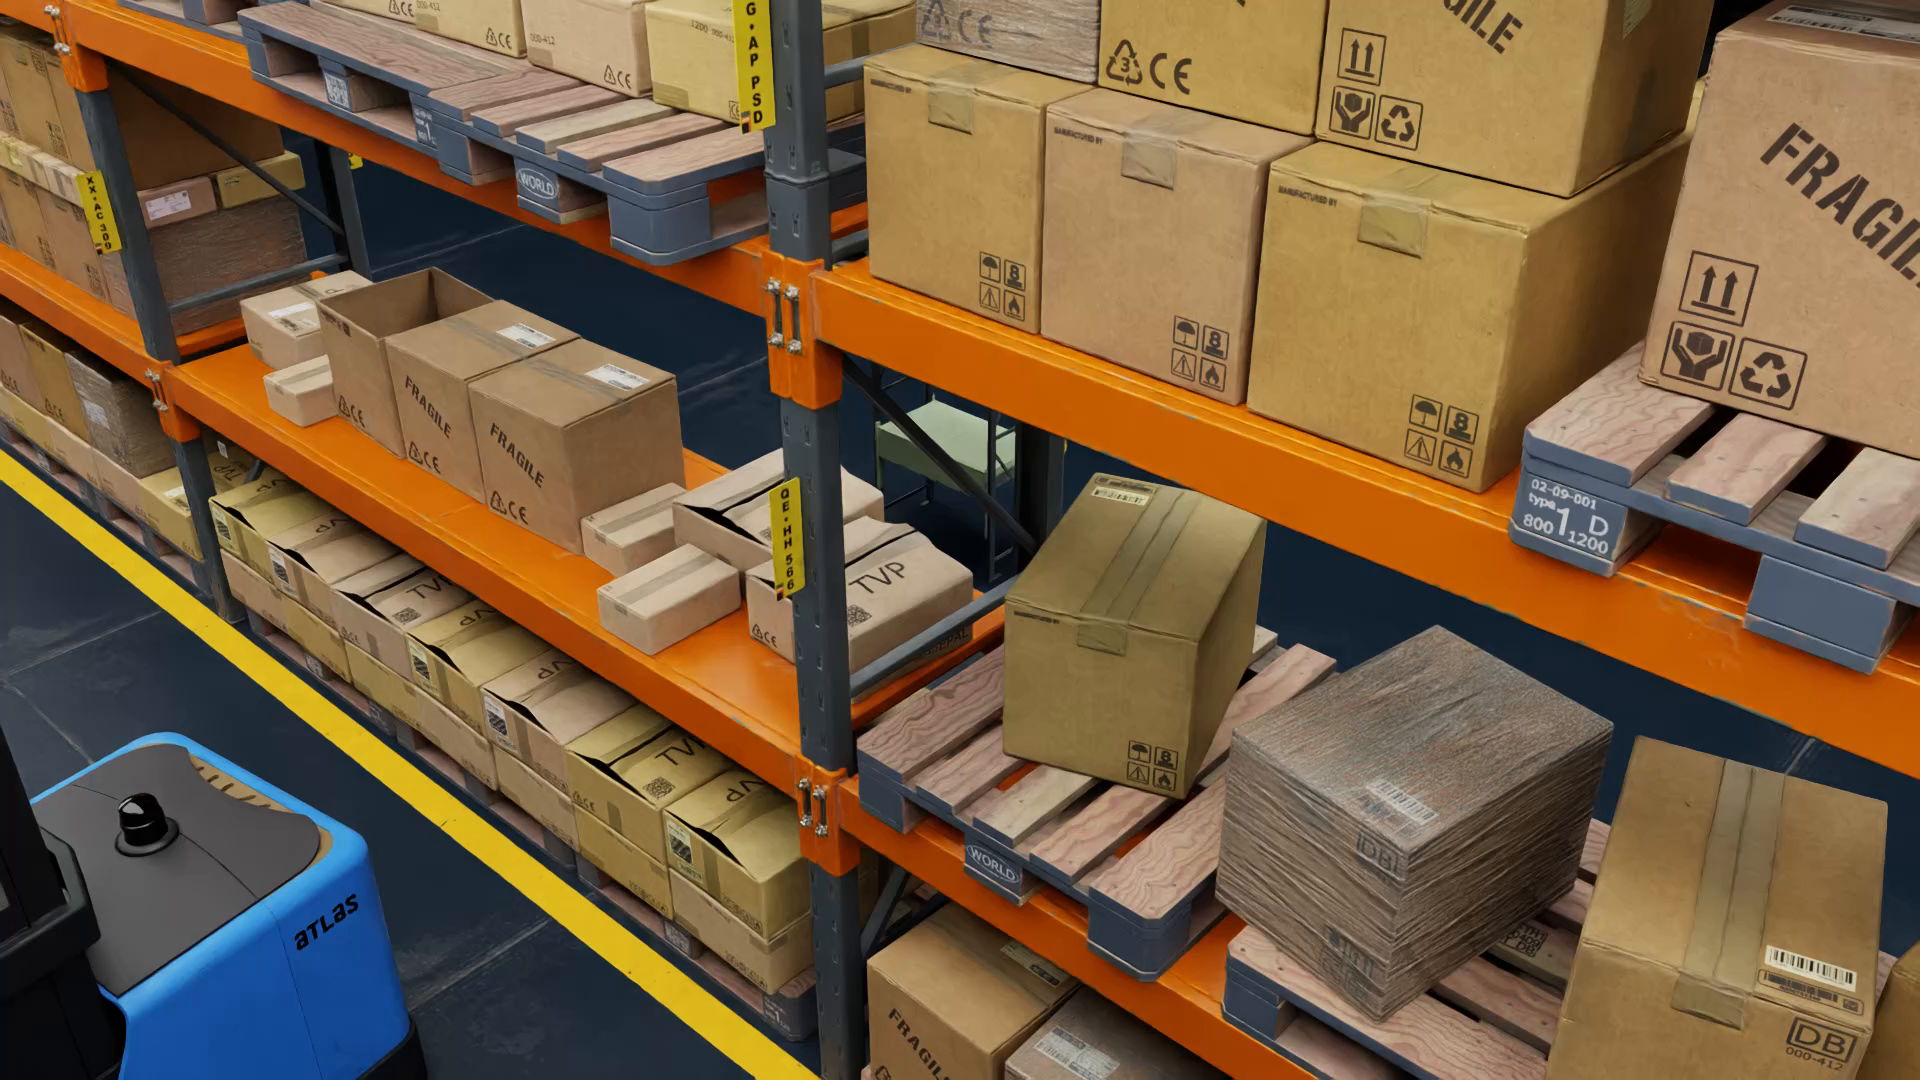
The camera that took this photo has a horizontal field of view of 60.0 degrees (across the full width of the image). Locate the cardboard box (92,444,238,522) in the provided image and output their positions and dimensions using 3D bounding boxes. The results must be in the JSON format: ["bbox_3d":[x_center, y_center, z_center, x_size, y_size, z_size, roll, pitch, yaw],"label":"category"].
[{"bbox_3d":[-3.888,-0.357,8.194,0.500,0.250,0.500,25,39,35],"label":"cardboard box"}]

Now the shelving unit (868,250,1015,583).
[{"bbox_3d":[-0.005,-0.645,7.867,0.755,1.500,0.431,25,39,35],"label":"shelving unit"}]

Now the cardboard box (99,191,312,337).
[{"bbox_3d":[-3.367,-1.296,7.397,0.500,0.500,0.700,24,38,34],"label":"cardboard box"}]

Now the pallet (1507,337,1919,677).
[{"bbox_3d":[1.690,-0.148,2.861,1.003,0.211,1.213,25,39,35],"label":"pallet"}]

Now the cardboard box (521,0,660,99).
[{"bbox_3d":[-0.843,-1.428,4.544,0.500,0.250,0.500,26,40,36],"label":"cardboard box"}]

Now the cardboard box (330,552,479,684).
[{"bbox_3d":[-2.142,0.248,6.644,0.500,0.311,0.500,24,38,34],"label":"cardboard box"}]

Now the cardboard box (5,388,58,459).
[{"bbox_3d":[-4.640,-0.698,8.759,0.500,0.250,0.500,25,39,35],"label":"cardboard box"}]

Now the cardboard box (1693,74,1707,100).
[{"bbox_3d":[3.438,-1.847,7.278,0.500,0.250,0.500,26,40,36],"label":"cardboard box"}]

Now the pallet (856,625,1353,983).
[{"bbox_3d":[0.482,0.573,4.577,1.003,0.211,1.213,25,39,35],"label":"pallet"}]

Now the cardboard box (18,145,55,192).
[{"bbox_3d":[-3.952,-1.701,7.442,0.250,0.149,0.380,25,39,35],"label":"cardboard box"}]

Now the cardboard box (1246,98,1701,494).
[{"bbox_3d":[1.042,-0.551,3.251,0.500,0.500,0.910,25,39,35],"label":"cardboard box"}]

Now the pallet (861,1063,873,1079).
[{"bbox_3d":[0.460,1.750,5.138,1.213,0.211,1.003,25,39,35],"label":"pallet"}]

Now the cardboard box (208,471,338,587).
[{"bbox_3d":[-2.894,-0.106,7.232,0.500,0.311,0.500,25,39,35],"label":"cardboard box"}]

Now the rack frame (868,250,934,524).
[{"bbox_3d":[-0.276,-0.772,8.077,0.023,1.500,0.400,25,39,35],"label":"rack frame"}]

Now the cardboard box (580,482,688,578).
[{"bbox_3d":[-1.051,-0.030,5.634,0.380,0.149,0.250,-26,40,-36],"label":"cardboard box"}]

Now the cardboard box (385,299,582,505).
[{"bbox_3d":[-1.713,-0.517,6.103,0.500,0.500,0.500,25,39,35],"label":"cardboard box"}]

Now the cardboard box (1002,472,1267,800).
[{"bbox_3d":[0.475,0.235,4.448,0.500,0.500,0.700,12,33,19],"label":"cardboard box"}]

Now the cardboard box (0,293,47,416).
[{"bbox_3d":[-4.641,-1.018,8.565,0.500,0.500,0.500,25,39,35],"label":"cardboard box"}]

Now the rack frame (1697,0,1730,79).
[{"bbox_3d":[3.253,-1.613,8.021,0.127,3.000,1.000,25,39,35],"label":"rack frame"}]

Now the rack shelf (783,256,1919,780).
[{"bbox_3d":[1.415,-0.002,3.134,4.000,0.370,1.077,25,39,35],"label":"rack shelf"}]

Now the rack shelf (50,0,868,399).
[{"bbox_3d":[-1.551,-1.386,5.434,4.000,0.370,1.077,25,39,35],"label":"rack shelf"}]

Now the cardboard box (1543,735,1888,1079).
[{"bbox_3d":[1.547,0.856,3.415,0.500,0.500,0.700,15,34,23],"label":"cardboard box"}]

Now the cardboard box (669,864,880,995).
[{"bbox_3d":[-0.622,1.192,5.621,0.500,0.250,0.500,26,40,36],"label":"cardboard box"}]

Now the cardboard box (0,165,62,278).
[{"bbox_3d":[-4.132,-1.651,7.987,0.500,0.500,0.700,26,39,36],"label":"cardboard box"}]

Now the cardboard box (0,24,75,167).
[{"bbox_3d":[-3.742,-2.026,7.352,0.500,0.500,0.700,25,39,35],"label":"cardboard box"}]

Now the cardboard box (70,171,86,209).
[{"bbox_3d":[-3.561,-1.521,7.142,0.250,0.149,0.380,24,39,34],"label":"cardboard box"}]

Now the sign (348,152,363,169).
[{"bbox_3d":[-2.677,-1.775,7.244,0.005,0.325,0.100,25,39,35],"label":"sign"}]

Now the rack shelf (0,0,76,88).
[{"bbox_3d":[-4.516,-2.771,7.733,4.000,0.370,1.077,25,39,35],"label":"rack shelf"}]

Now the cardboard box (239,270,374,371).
[{"bbox_3d":[-2.639,-0.884,6.955,0.500,0.250,0.500,-27,40,-37],"label":"cardboard box"}]

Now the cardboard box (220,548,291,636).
[{"bbox_3d":[-2.901,0.131,7.383,0.500,0.250,0.500,24,38,34],"label":"cardboard box"}]

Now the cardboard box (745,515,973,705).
[{"bbox_3d":[-0.308,0.178,5.132,0.500,0.311,0.500,-27,40,-37],"label":"cardboard box"}]

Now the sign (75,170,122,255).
[{"bbox_3d":[-3.405,-1.294,6.575,0.005,0.325,0.100,25,39,35],"label":"sign"}]

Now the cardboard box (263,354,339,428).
[{"bbox_3d":[-2.514,-0.609,6.597,0.250,0.149,0.380,25,39,35],"label":"cardboard box"}]

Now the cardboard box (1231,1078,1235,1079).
[{"bbox_3d":[0.838,1.786,4.371,0.500,0.500,0.500,24,39,34],"label":"cardboard box"}]

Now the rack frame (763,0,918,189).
[{"bbox_3d":[-0.068,-2.288,3.325,0.127,3.000,1.000,25,39,35],"label":"rack frame"}]

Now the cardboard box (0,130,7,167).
[{"bbox_3d":[-4.319,-1.875,7.730,0.250,0.149,0.380,26,40,36],"label":"cardboard box"}]

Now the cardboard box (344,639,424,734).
[{"bbox_3d":[-2.137,0.486,6.793,0.500,0.250,0.500,24,38,34],"label":"cardboard box"}]

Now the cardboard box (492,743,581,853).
[{"bbox_3d":[-1.377,0.840,6.206,0.500,0.250,0.500,26,40,36],"label":"cardboard box"}]

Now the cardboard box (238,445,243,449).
[{"bbox_3d":[-3.541,-0.555,8.522,0.500,0.250,0.500,25,39,35],"label":"cardboard box"}]

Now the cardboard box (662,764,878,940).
[{"bbox_3d":[-0.621,0.953,5.473,0.500,0.311,0.500,26,40,36],"label":"cardboard box"}]

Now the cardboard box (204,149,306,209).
[{"bbox_3d":[-3.103,-1.590,7.256,0.250,0.149,0.380,25,39,35],"label":"cardboard box"}]

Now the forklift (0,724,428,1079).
[{"bbox_3d":[-2.918,1.012,3.727,1.130,2.935,3.031,19,36,28],"label":"forklift"}]

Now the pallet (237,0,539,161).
[{"bbox_3d":[-1.462,-1.508,5.122,1.213,0.211,1.003,27,40,37],"label":"pallet"}]

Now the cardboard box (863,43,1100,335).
[{"bbox_3d":[0.278,-0.907,3.843,0.500,0.500,0.910,25,39,35],"label":"cardboard box"}]

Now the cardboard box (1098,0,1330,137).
[{"bbox_3d":[0.629,-1.144,3.267,0.500,0.500,0.500,25,39,35],"label":"cardboard box"}]

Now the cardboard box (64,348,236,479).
[{"bbox_3d":[-3.887,-0.679,8.002,0.500,0.500,0.500,25,39,35],"label":"cardboard box"}]

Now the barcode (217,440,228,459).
[{"bbox_3d":[-3.124,-0.383,7.044,0.075,0.075,0.001,25,39,35],"label":"barcode"}]

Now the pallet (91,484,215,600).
[{"bbox_3d":[-3.595,-0.198,8.375,1.213,0.211,1.003,25,39,35],"label":"pallet"}]

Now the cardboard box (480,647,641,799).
[{"bbox_3d":[-1.384,0.600,6.060,0.500,0.311,0.500,25,39,35],"label":"cardboard box"}]

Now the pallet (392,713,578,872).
[{"bbox_3d":[-1.552,0.755,6.791,1.213,0.211,1.003,25,39,35],"label":"pallet"}]

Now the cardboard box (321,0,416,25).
[{"bbox_3d":[-1.657,-1.817,5.190,0.500,0.250,0.500,21,37,31],"label":"cardboard box"}]

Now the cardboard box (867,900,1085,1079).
[{"bbox_3d":[0.078,1.432,4.960,0.500,0.500,0.500,27,40,37],"label":"cardboard box"}]
